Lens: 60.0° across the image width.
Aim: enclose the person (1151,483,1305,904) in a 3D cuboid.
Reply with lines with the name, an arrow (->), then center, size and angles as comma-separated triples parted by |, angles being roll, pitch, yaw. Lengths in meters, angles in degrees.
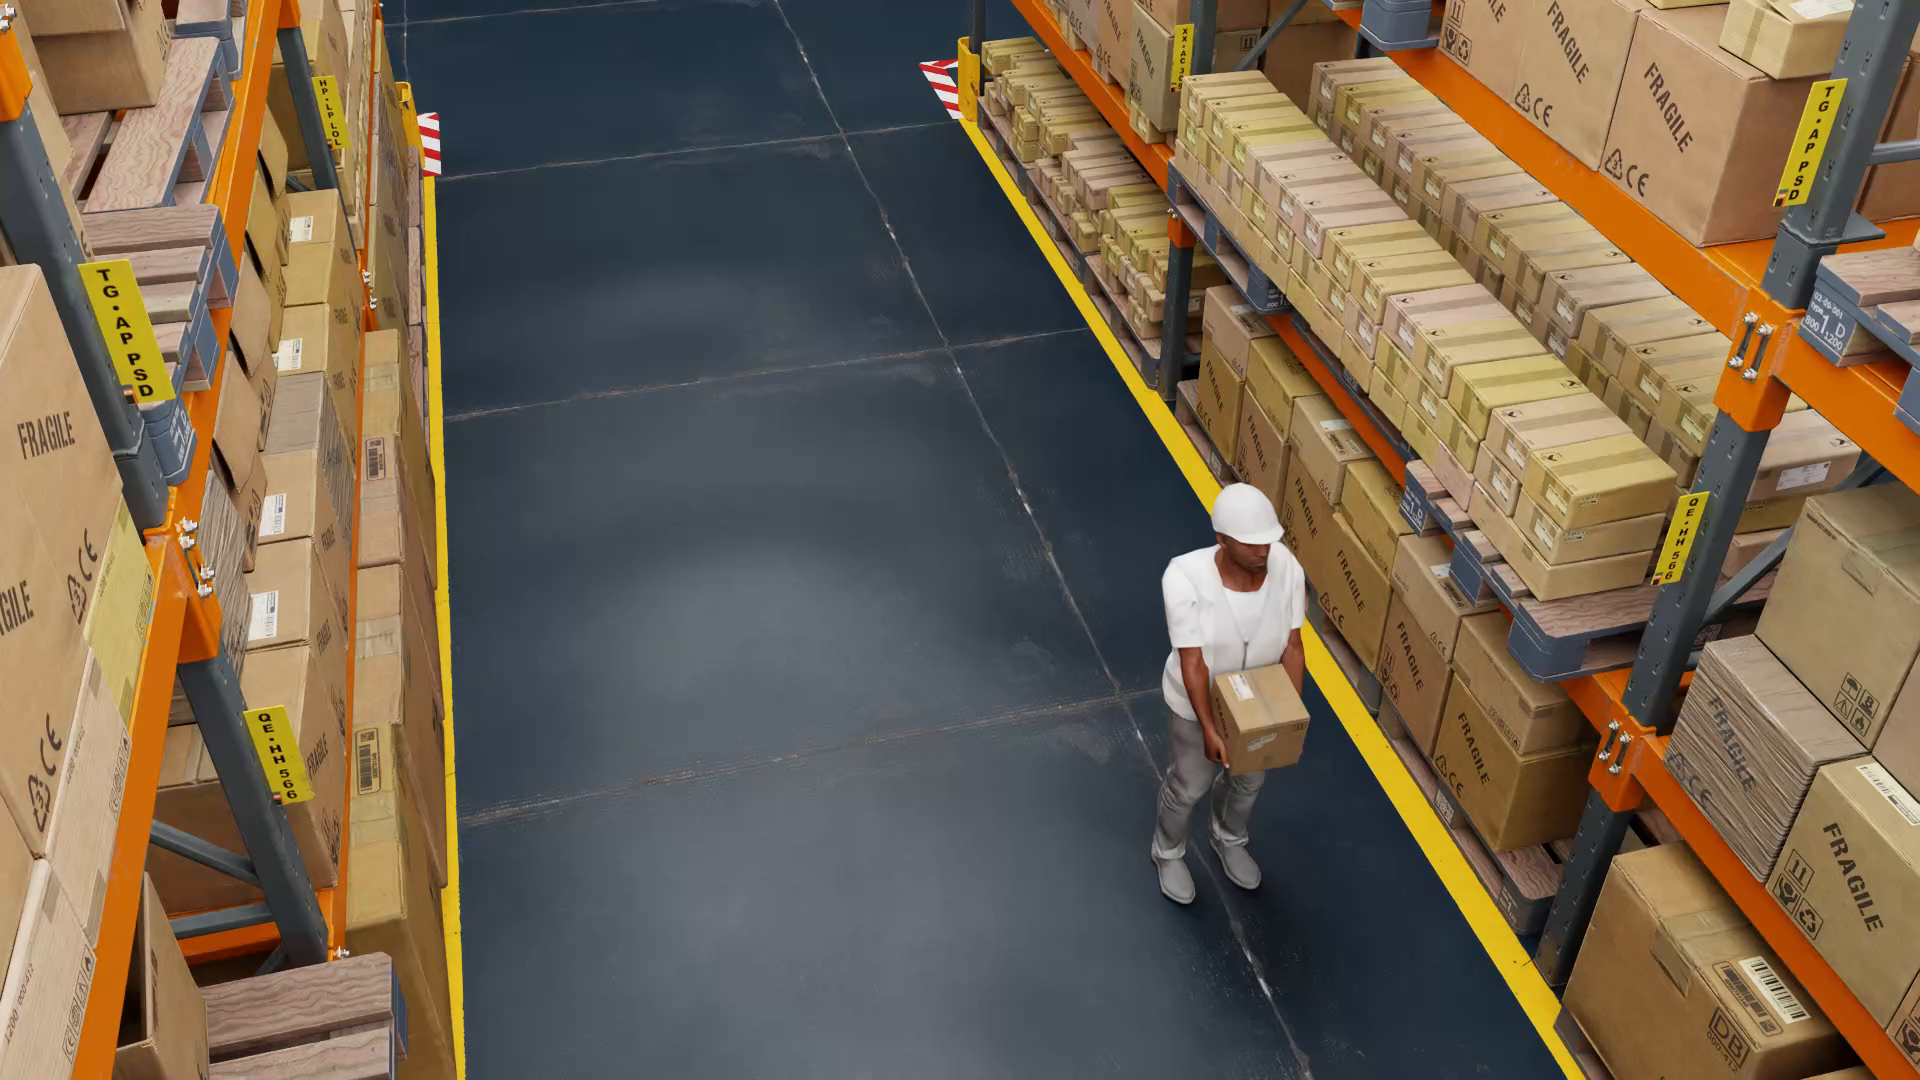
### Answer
person -> 0.978, 0.620, 5.905 | 0.504, 1.761, 0.572 | -9, 39, -12
